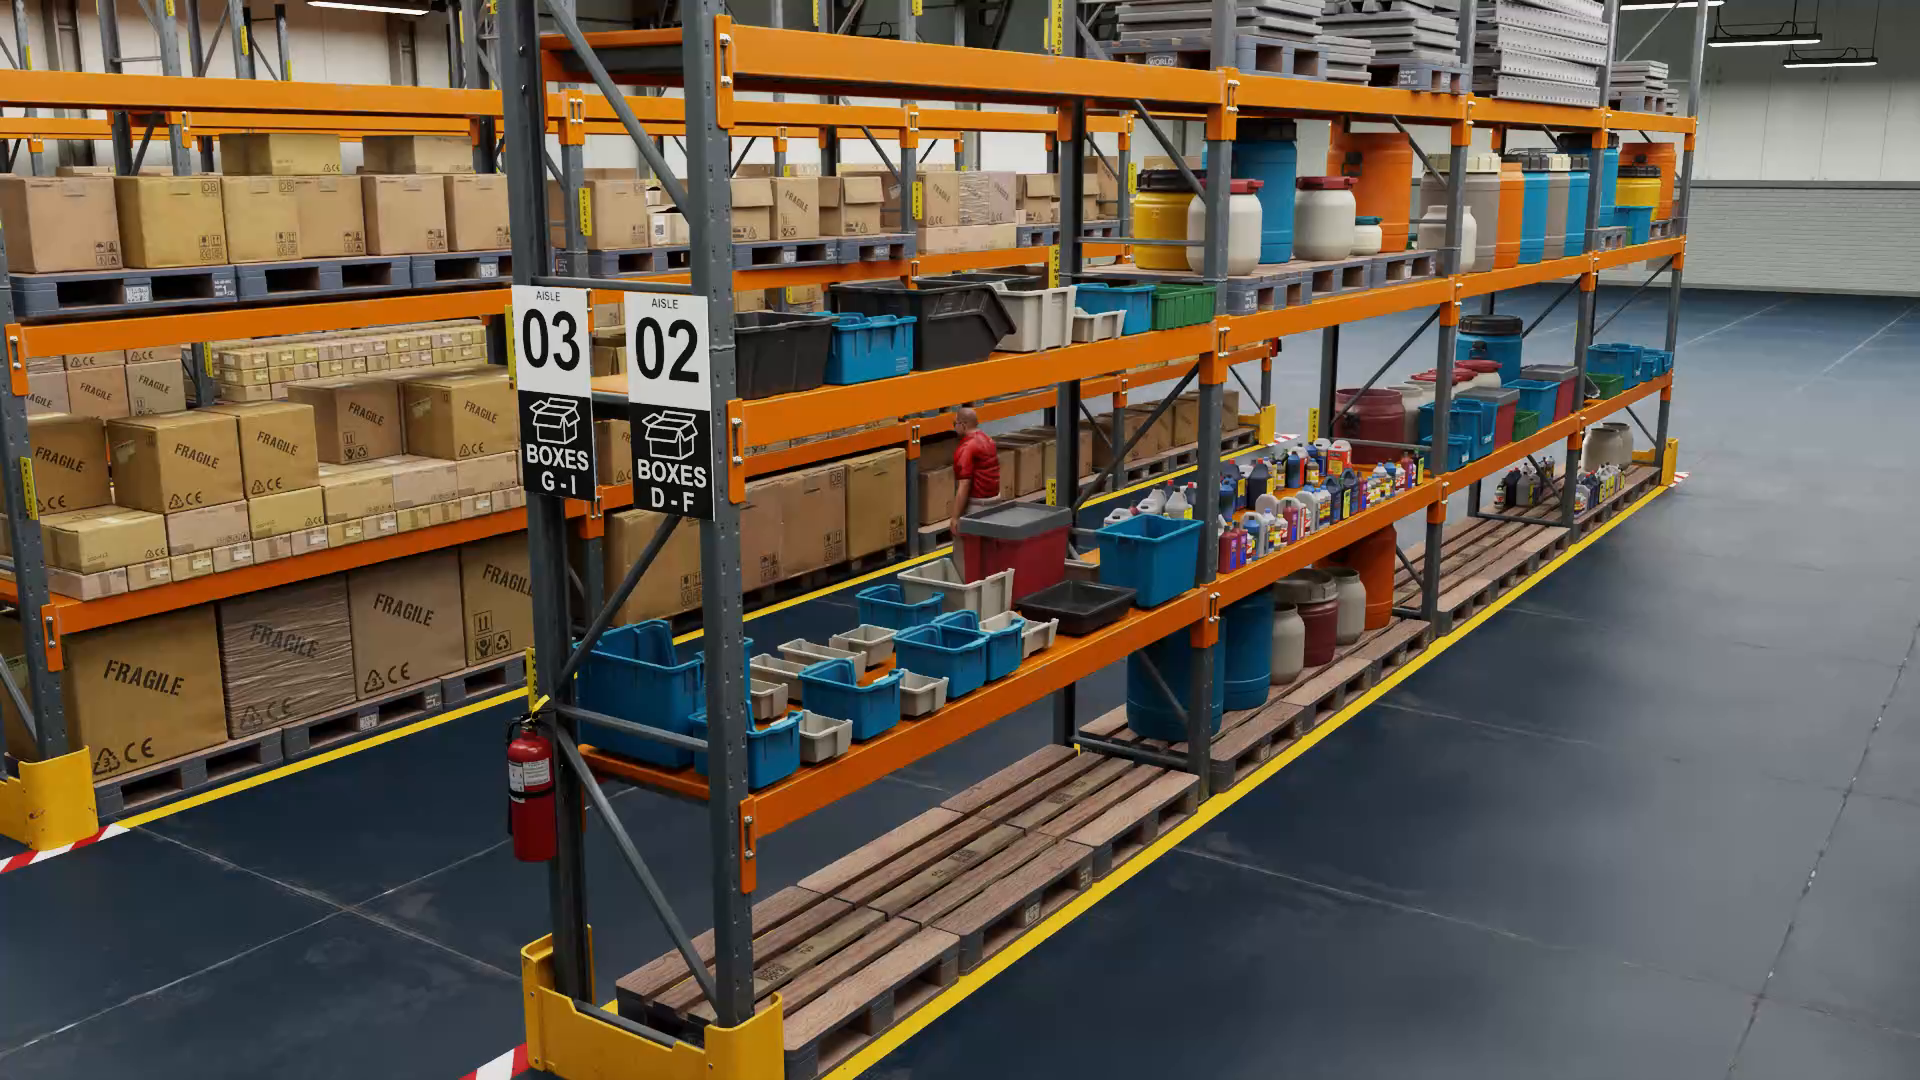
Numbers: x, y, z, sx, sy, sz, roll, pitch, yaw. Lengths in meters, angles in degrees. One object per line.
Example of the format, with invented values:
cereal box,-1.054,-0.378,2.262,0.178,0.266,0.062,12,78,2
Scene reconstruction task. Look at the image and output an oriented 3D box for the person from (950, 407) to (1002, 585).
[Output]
person,0.121,-0.212,13.437,0.386,1.727,0.595,8,15,32
